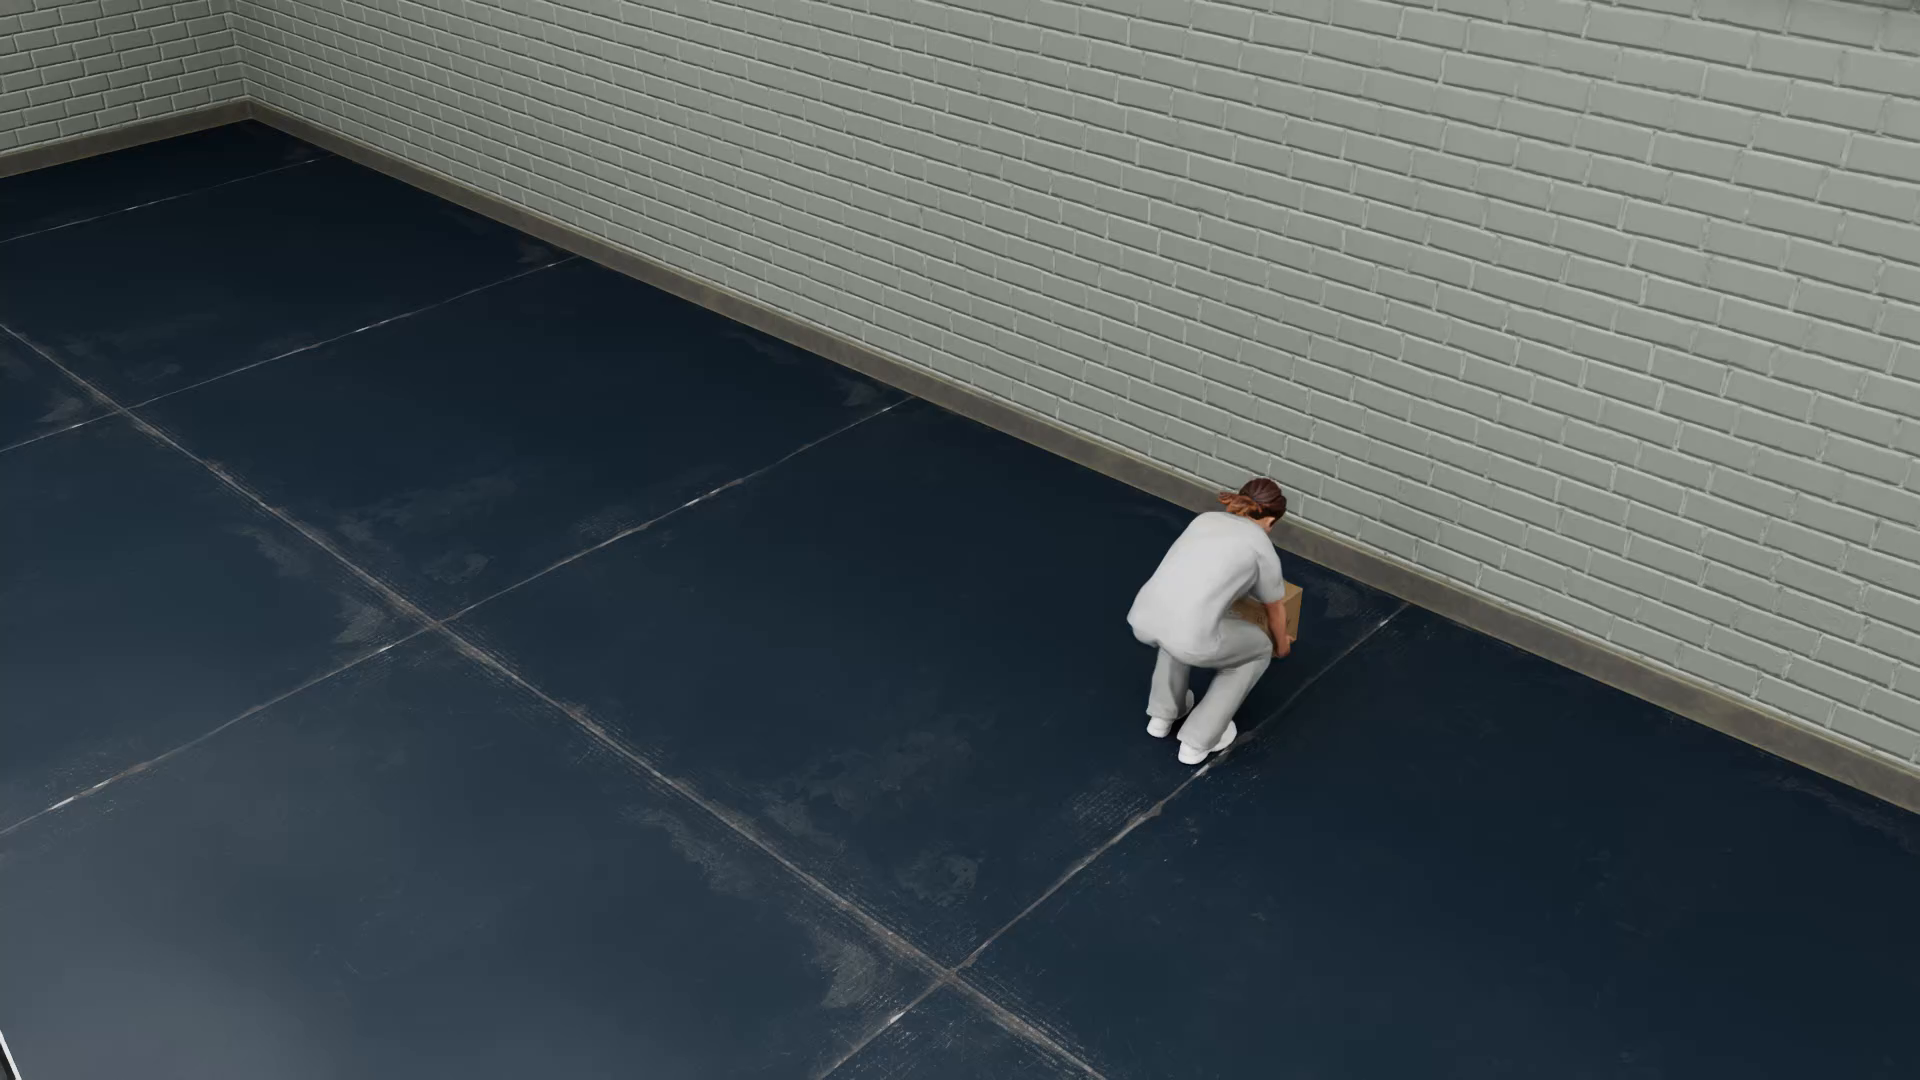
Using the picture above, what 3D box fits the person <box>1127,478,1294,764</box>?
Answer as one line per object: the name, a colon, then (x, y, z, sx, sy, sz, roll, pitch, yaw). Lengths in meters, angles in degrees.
person: (0.968, 0.310, 6.343, 0.460, 0.932, 0.848, 24, 39, 33)
